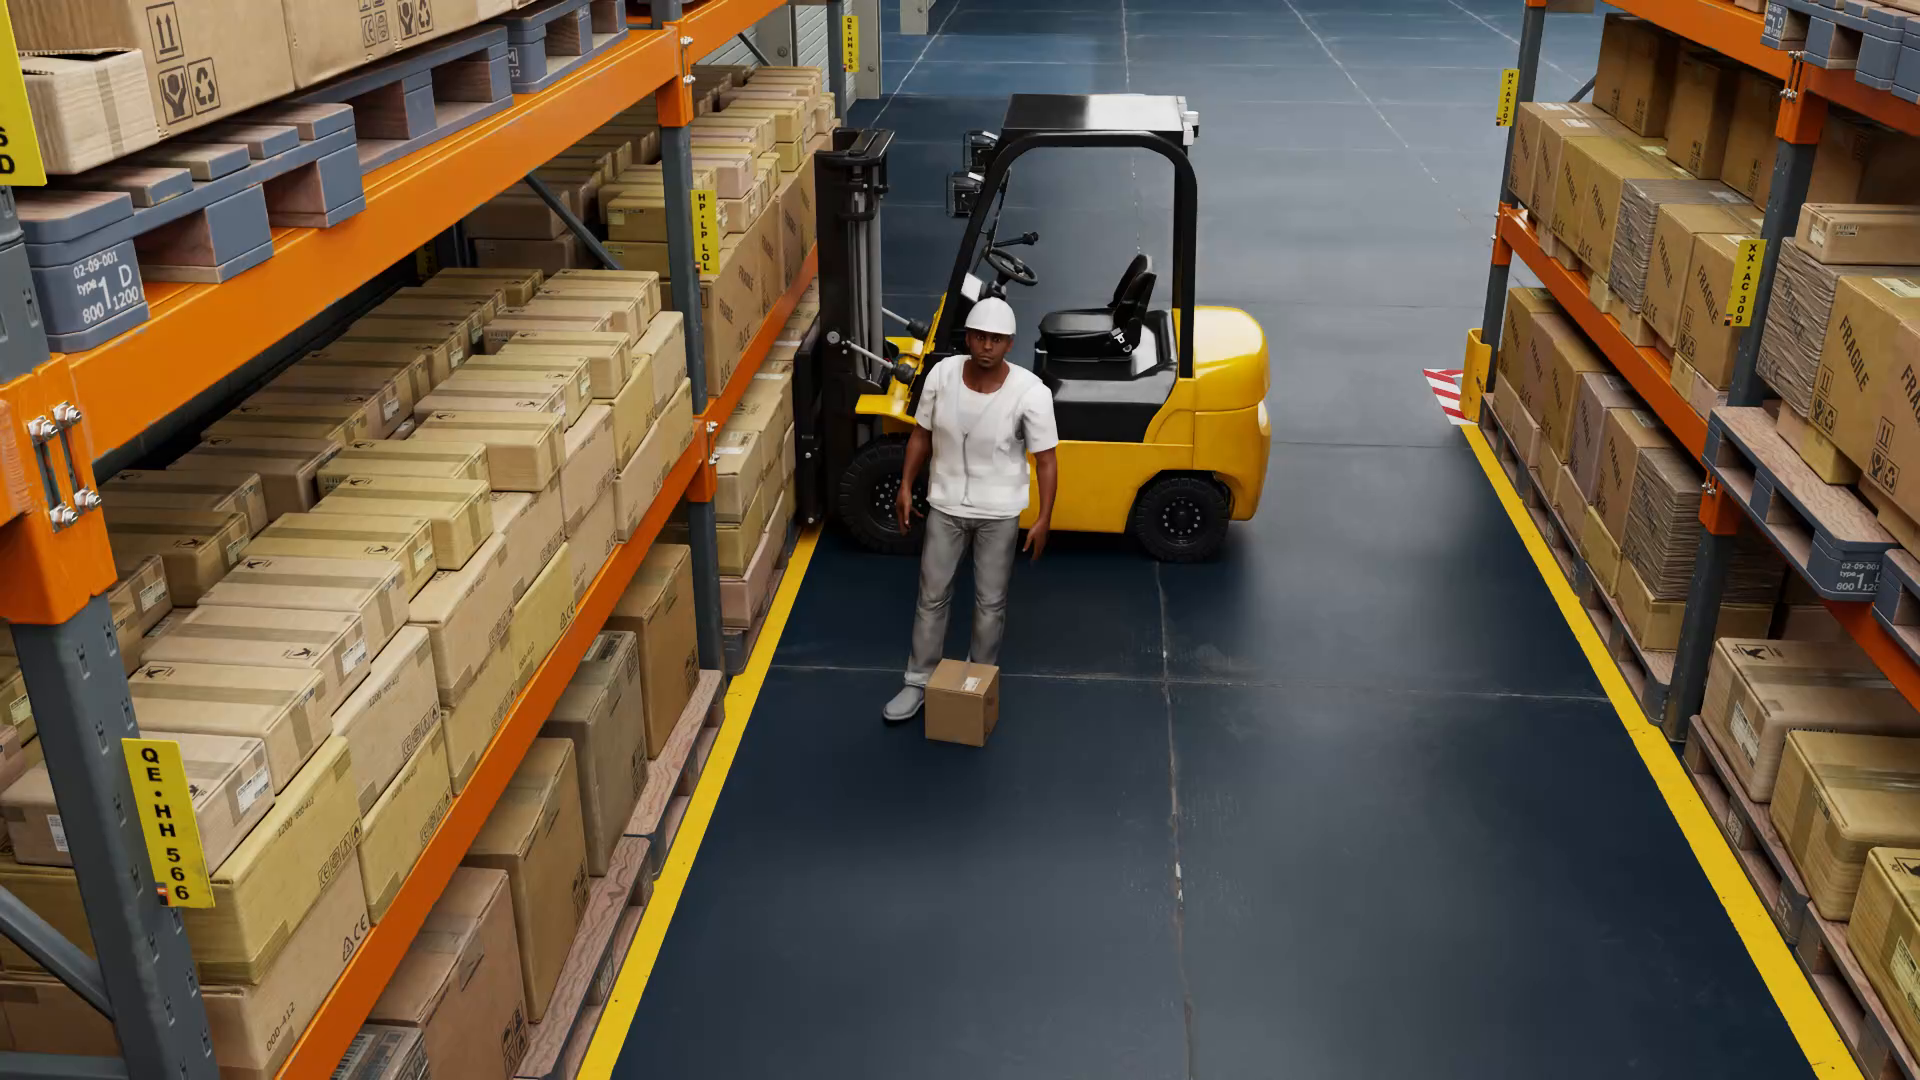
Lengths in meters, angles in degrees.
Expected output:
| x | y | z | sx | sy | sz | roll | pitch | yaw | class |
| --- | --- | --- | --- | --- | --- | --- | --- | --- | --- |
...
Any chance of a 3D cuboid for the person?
| x | y | z | sx | sy | sz | roll | pitch | yaw | class |
| --- | --- | --- | --- | --- | --- | --- | --- | --- | --- |
| 0.042 | -0.105 | 6.784 | 0.666 | 1.765 | 0.577 | 8 | 25 | 16 | person |
